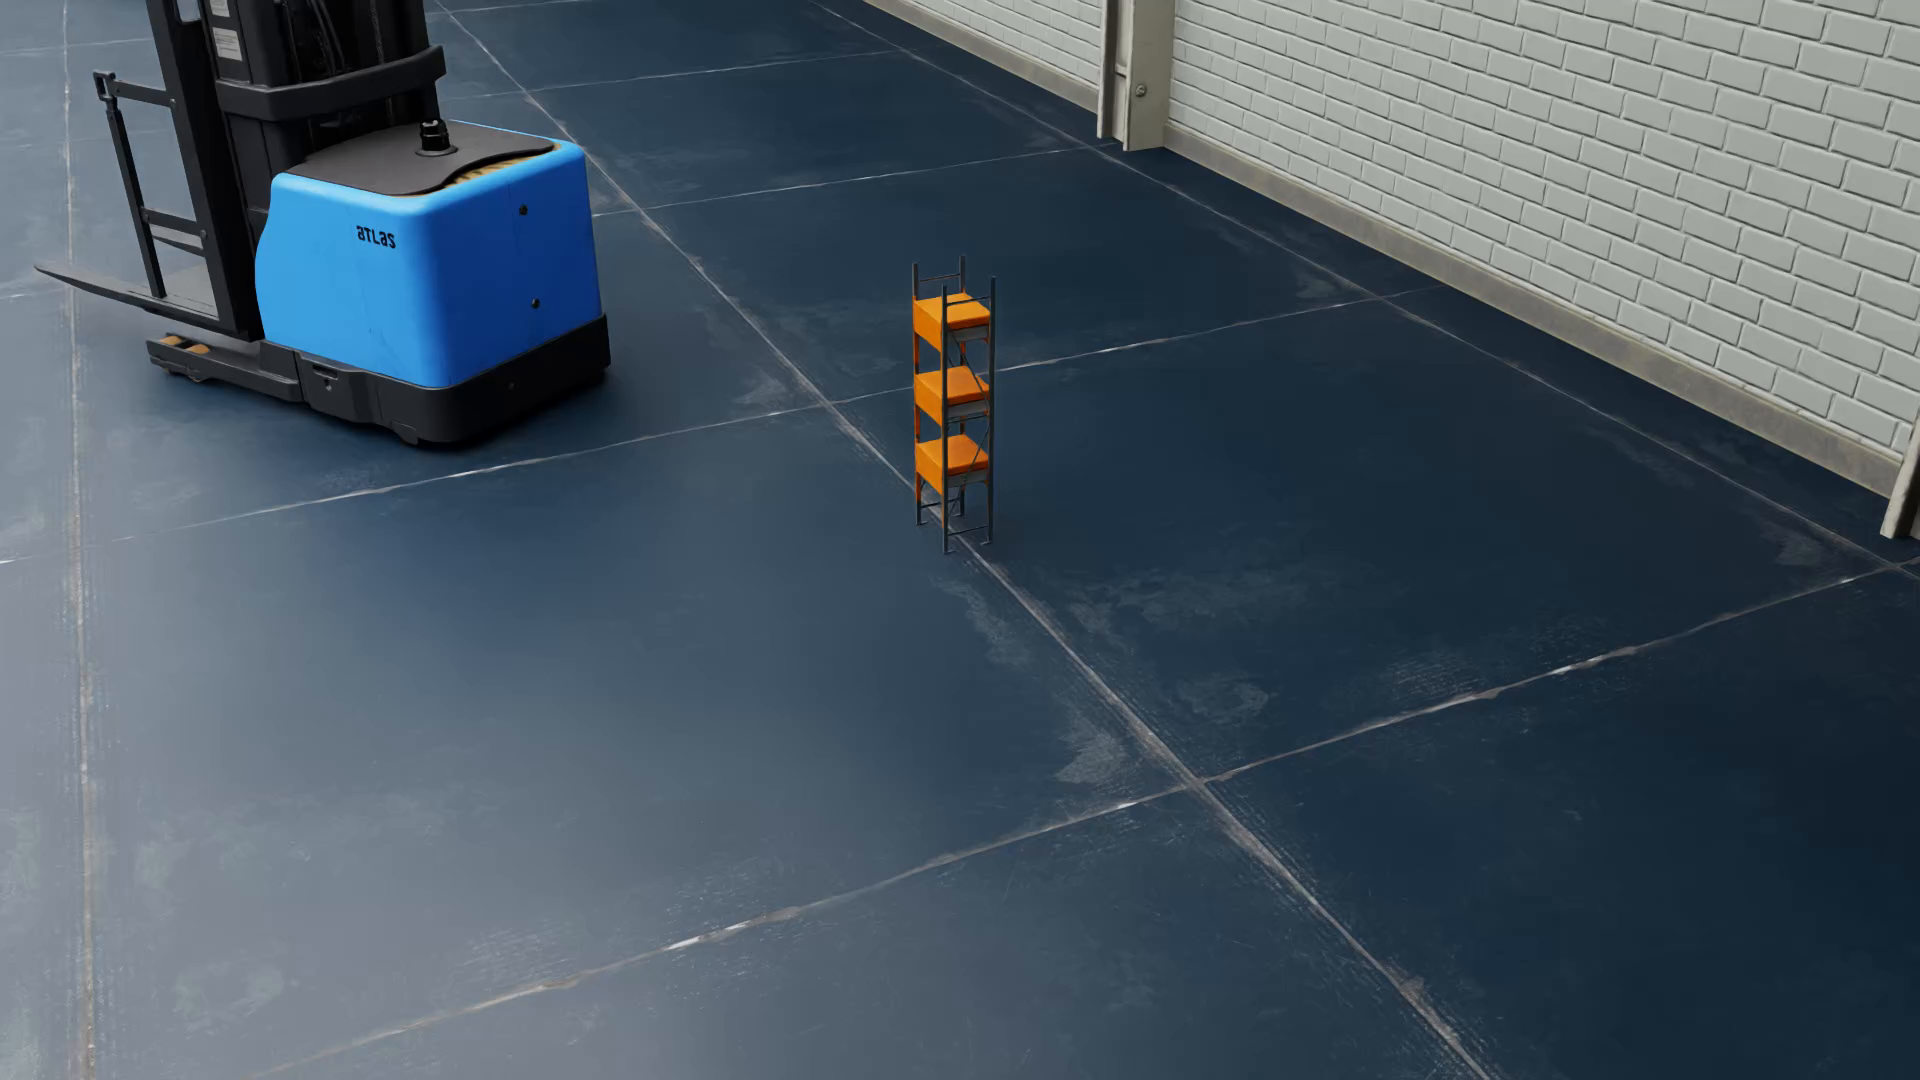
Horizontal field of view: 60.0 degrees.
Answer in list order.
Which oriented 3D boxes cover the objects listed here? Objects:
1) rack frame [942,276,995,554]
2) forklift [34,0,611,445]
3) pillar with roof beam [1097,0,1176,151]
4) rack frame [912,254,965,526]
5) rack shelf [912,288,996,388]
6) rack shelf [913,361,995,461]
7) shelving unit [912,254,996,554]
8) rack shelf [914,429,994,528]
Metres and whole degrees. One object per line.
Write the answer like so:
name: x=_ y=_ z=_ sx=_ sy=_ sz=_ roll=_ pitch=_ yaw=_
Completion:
rack frame: x=0.029 y=-0.428 z=5.939 sx=0.200 sy=1.050 sz=0.008 roll=-13 pitch=32 yaw=-22
forklift: x=-3.108 y=-2.196 z=7.170 sx=3.031 sy=2.935 sz=1.130 roll=16 pitch=33 yaw=27
pillar with roof beam: x=-2.759 y=-5.644 z=7.115 sx=9.100 sy=9.000 sz=0.400 roll=-13 pitch=32 yaw=-22
rack frame: x=-0.075 y=-0.535 z=6.131 sx=0.200 sy=1.050 sz=0.008 roll=-13 pitch=32 yaw=-22
rack shelf: x=-0.023 y=-0.720 z=5.902 sx=0.215 sy=0.259 sz=0.240 roll=-13 pitch=32 yaw=-22
rack shelf: x=-0.023 y=-0.472 z=6.041 sx=0.215 sy=0.259 sz=0.240 roll=-13 pitch=32 yaw=-22
shelving unit: x=-0.023 y=-0.482 z=6.035 sx=0.215 sy=1.050 sz=0.252 roll=-13 pitch=32 yaw=-22
rack shelf: x=-0.023 y=-0.230 z=6.176 sx=0.215 sy=0.259 sz=0.240 roll=-13 pitch=32 yaw=-22
